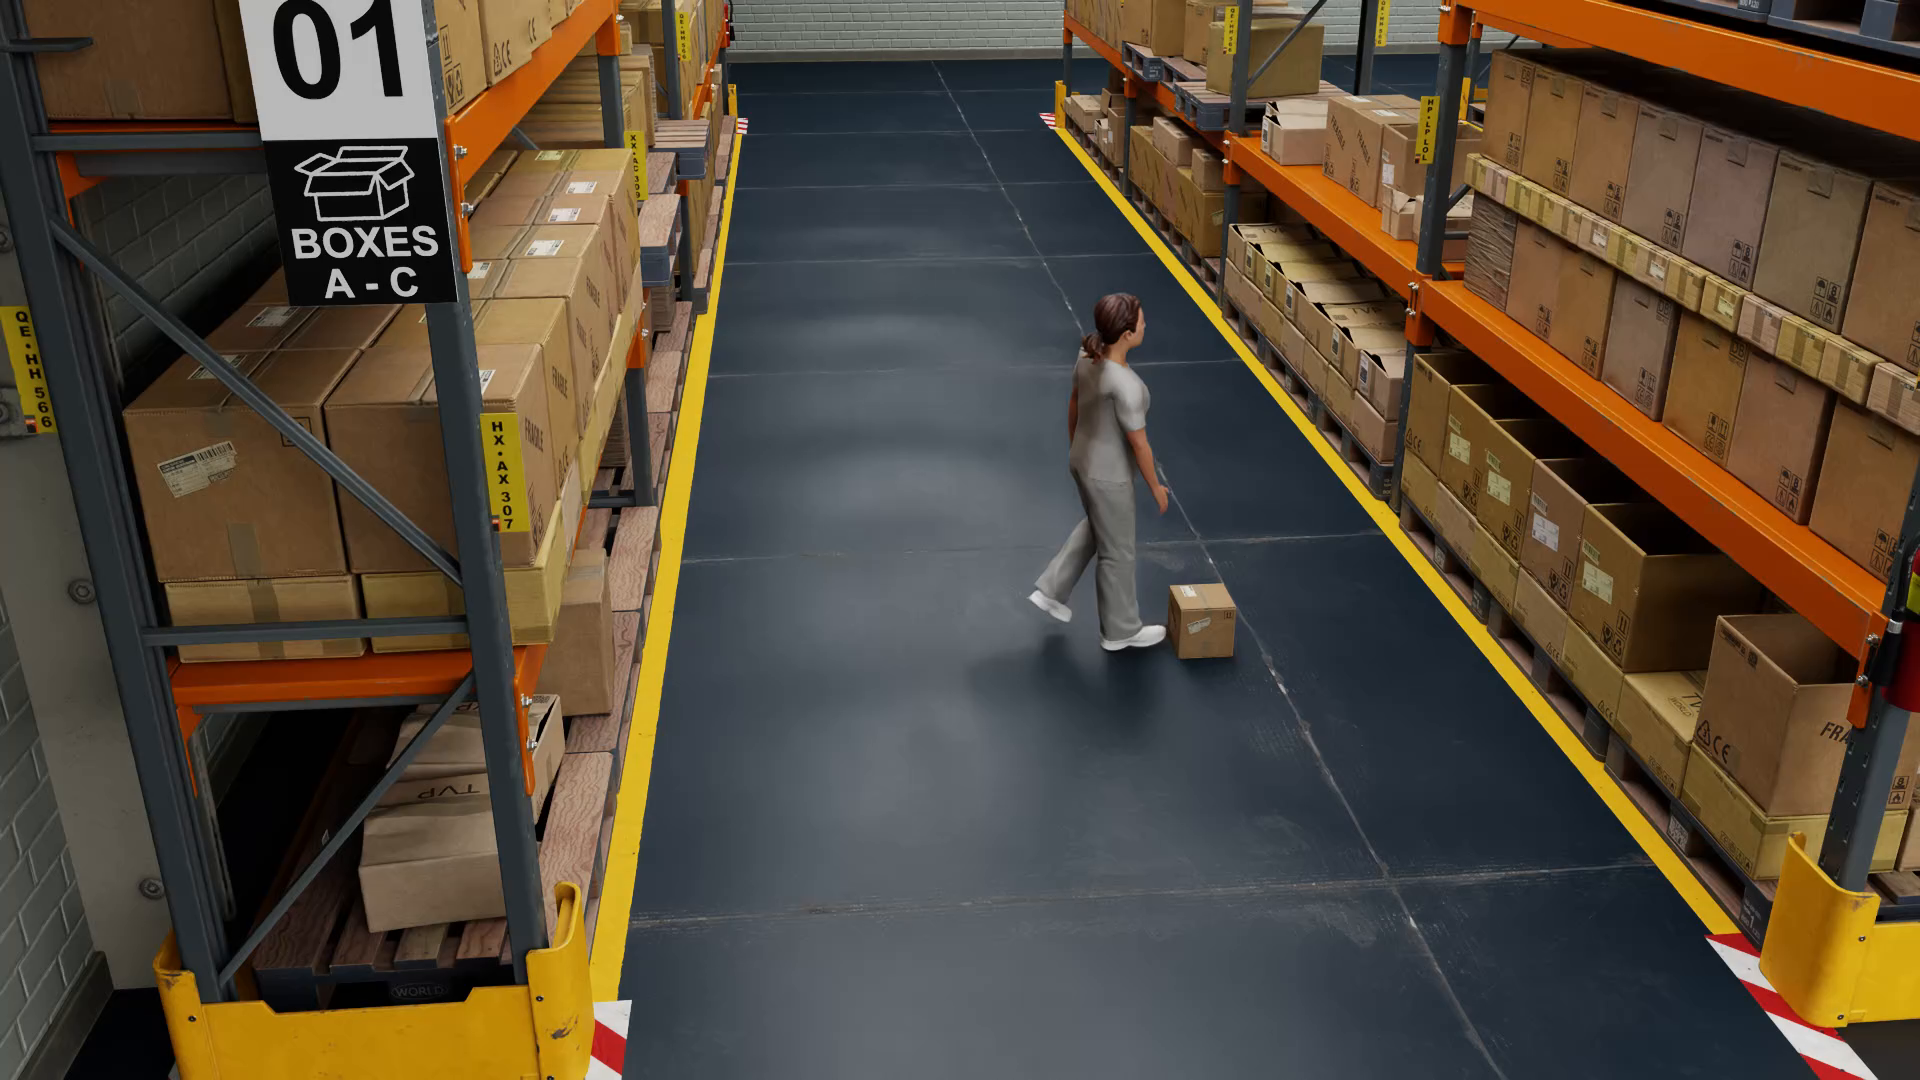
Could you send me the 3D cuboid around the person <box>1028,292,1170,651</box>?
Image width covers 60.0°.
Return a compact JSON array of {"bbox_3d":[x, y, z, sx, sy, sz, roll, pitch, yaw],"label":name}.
[{"bbox_3d":[0.639,-0.286,7.214,0.595,1.670,0.554,-6,25,-13],"label":"person"}]
